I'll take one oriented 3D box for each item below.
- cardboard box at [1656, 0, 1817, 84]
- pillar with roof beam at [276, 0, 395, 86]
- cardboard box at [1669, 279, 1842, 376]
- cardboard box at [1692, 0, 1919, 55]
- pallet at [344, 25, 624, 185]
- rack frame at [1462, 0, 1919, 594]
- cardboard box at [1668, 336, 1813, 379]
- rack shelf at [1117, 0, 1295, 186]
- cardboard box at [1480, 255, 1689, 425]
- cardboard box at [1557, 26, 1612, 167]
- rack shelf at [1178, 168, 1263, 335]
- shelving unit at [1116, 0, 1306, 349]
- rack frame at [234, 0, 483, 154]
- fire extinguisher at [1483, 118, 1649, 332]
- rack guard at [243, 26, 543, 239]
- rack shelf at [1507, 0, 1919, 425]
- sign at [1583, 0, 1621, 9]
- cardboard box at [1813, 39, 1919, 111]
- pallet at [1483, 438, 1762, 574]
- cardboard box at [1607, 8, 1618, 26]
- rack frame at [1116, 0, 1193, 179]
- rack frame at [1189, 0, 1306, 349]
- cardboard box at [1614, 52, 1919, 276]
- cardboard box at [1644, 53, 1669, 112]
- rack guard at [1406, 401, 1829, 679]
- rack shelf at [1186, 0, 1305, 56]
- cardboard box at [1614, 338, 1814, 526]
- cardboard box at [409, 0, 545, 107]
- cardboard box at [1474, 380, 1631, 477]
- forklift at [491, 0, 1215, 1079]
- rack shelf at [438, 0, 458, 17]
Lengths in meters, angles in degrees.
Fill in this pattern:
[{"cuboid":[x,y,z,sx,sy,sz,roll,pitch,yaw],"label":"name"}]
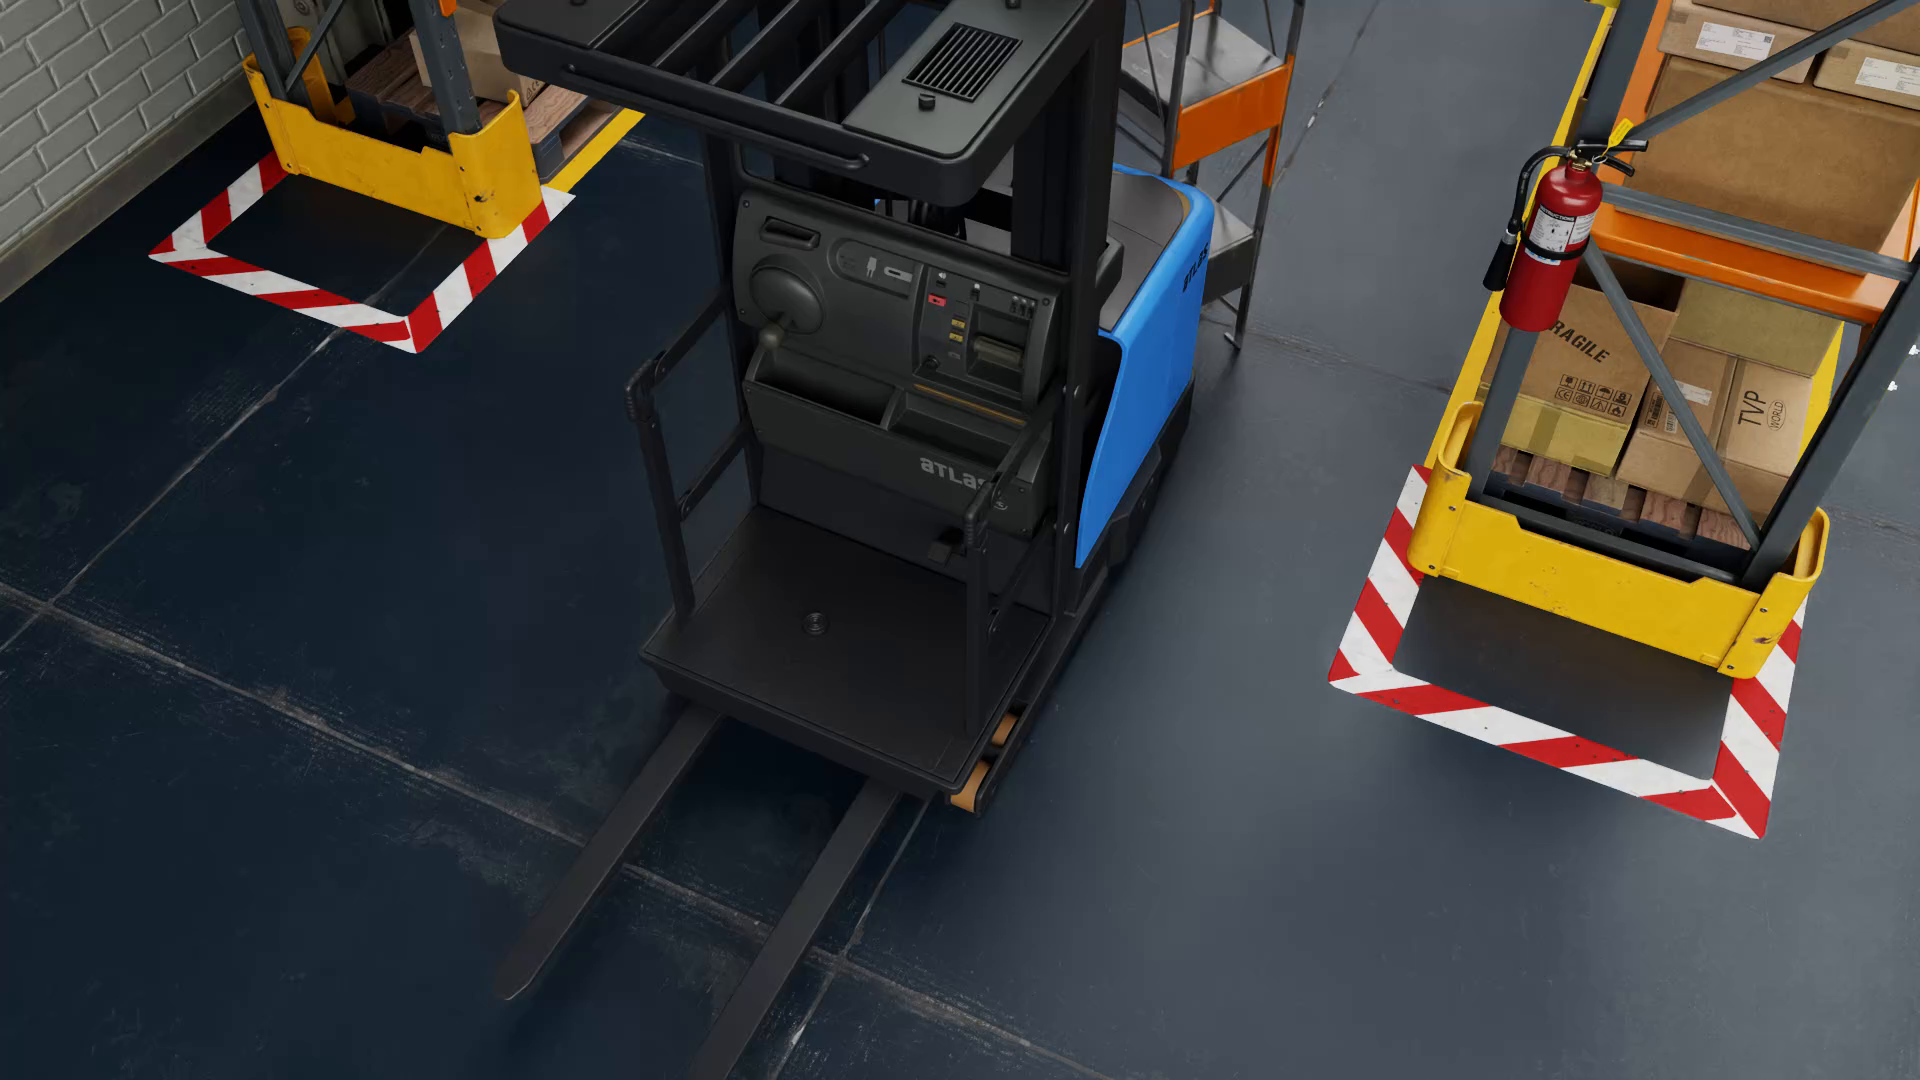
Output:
[{"cuboid":[2.111,-1.399,4.480,0.380,0.149,0.250,19,52,15],"label":"cardboard box"},{"cuboid":[1.049,-3.748,3.030,9.100,9.000,0.400,20,52,16],"label":"pillar with roof beam"},{"cuboid":[2.763,-0.962,5.636,0.500,0.500,0.500,20,52,16],"label":"cardboard box"},{"cuboid":[2.354,-1.638,4.257,0.700,0.500,0.500,20,52,16],"label":"cardboard box"},{"cuboid":[-1.948,-2.138,7.430,1.003,0.211,1.213,20,52,16],"label":"pallet"},{"cuboid":[2.121,-0.832,4.488,1.000,3.000,0.127,20,52,16],"label":"rack frame"},{"cuboid":[2.761,-0.719,5.922,0.500,0.250,0.500,20,52,16],"label":"cardboard box"},{"cuboid":[0.768,-1.424,5.597,0.480,0.518,0.431,-28,56,-22],"label":"rack shelf"},{"cuboid":[2.081,-0.786,5.486,0.500,0.500,0.500,20,52,16],"label":"cardboard box"},{"cuboid":[2.495,-1.479,6.076,0.500,0.500,0.500,20,52,16],"label":"cardboard box"},{"cuboid":[0.763,-0.973,6.133,0.480,0.518,0.431,-28,56,-22],"label":"rack shelf"},{"cuboid":[0.768,-1.432,5.587,0.503,2.100,0.431,-28,56,-22],"label":"shelving unit"},{"cuboid":[-2.360,-2.441,5.857,1.000,3.000,0.127,20,52,16],"label":"rack frame"},{"cuboid":[1.650,-0.876,4.577,0.296,0.674,0.183,20,52,16],"label":"fire extinguisher"},{"cuboid":[-2.327,-1.683,6.854,1.175,0.500,0.348,20,52,16],"label":"rack guard"},{"cuboid":[2.975,-1.976,5.934,1.077,0.370,4.000,20,52,16],"label":"rack shelf"},{"cuboid":[1.636,-1.470,4.115,0.100,0.325,0.005,20,52,16],"label":"sign"},{"cuboid":[2.483,-1.274,4.373,0.380,0.149,0.250,19,52,16],"label":"cardboard box"},{"cuboid":[2.409,-0.468,6.010,1.003,0.211,1.213,20,52,16],"label":"pallet"},{"cuboid":[2.709,-1.823,6.369,0.500,0.500,0.500,20,52,16],"label":"cardboard box"},{"cuboid":[0.568,-1.326,5.496,0.015,2.100,0.400,-28,56,-22],"label":"rack frame"},{"cuboid":[0.968,-1.538,5.678,0.015,2.100,0.400,-28,56,-22],"label":"rack frame"},{"cuboid":[2.332,-1.181,4.720,0.700,0.500,0.500,20,52,16],"label":"cardboard box"},{"cuboid":[2.552,-1.545,5.029,0.700,0.500,0.500,21,53,17],"label":"cardboard box"},{"cuboid":[2.110,-0.005,5.426,1.175,0.500,0.348,20,52,16],"label":"rack guard"},{"cuboid":[0.772,-1.874,5.062,0.480,0.518,0.431,-28,56,-22],"label":"rack shelf"},{"cuboid":[2.551,-0.374,5.628,0.500,0.250,0.500,20,52,16],"label":"cardboard box"},{"cuboid":[-1.983,-2.159,7.094,0.500,0.311,0.500,14,51,12],"label":"cardboard box"},{"cuboid":[2.082,-0.542,5.771,0.500,0.250,0.500,20,52,16],"label":"cardboard box"},{"cuboid":[-0.281,-0.520,4.268,1.130,2.935,3.031,21,53,17],"label":"forklift"},{"cuboid":[-1.506,-3.585,7.303,1.077,0.370,4.000,20,52,16],"label":"rack shelf"}]
